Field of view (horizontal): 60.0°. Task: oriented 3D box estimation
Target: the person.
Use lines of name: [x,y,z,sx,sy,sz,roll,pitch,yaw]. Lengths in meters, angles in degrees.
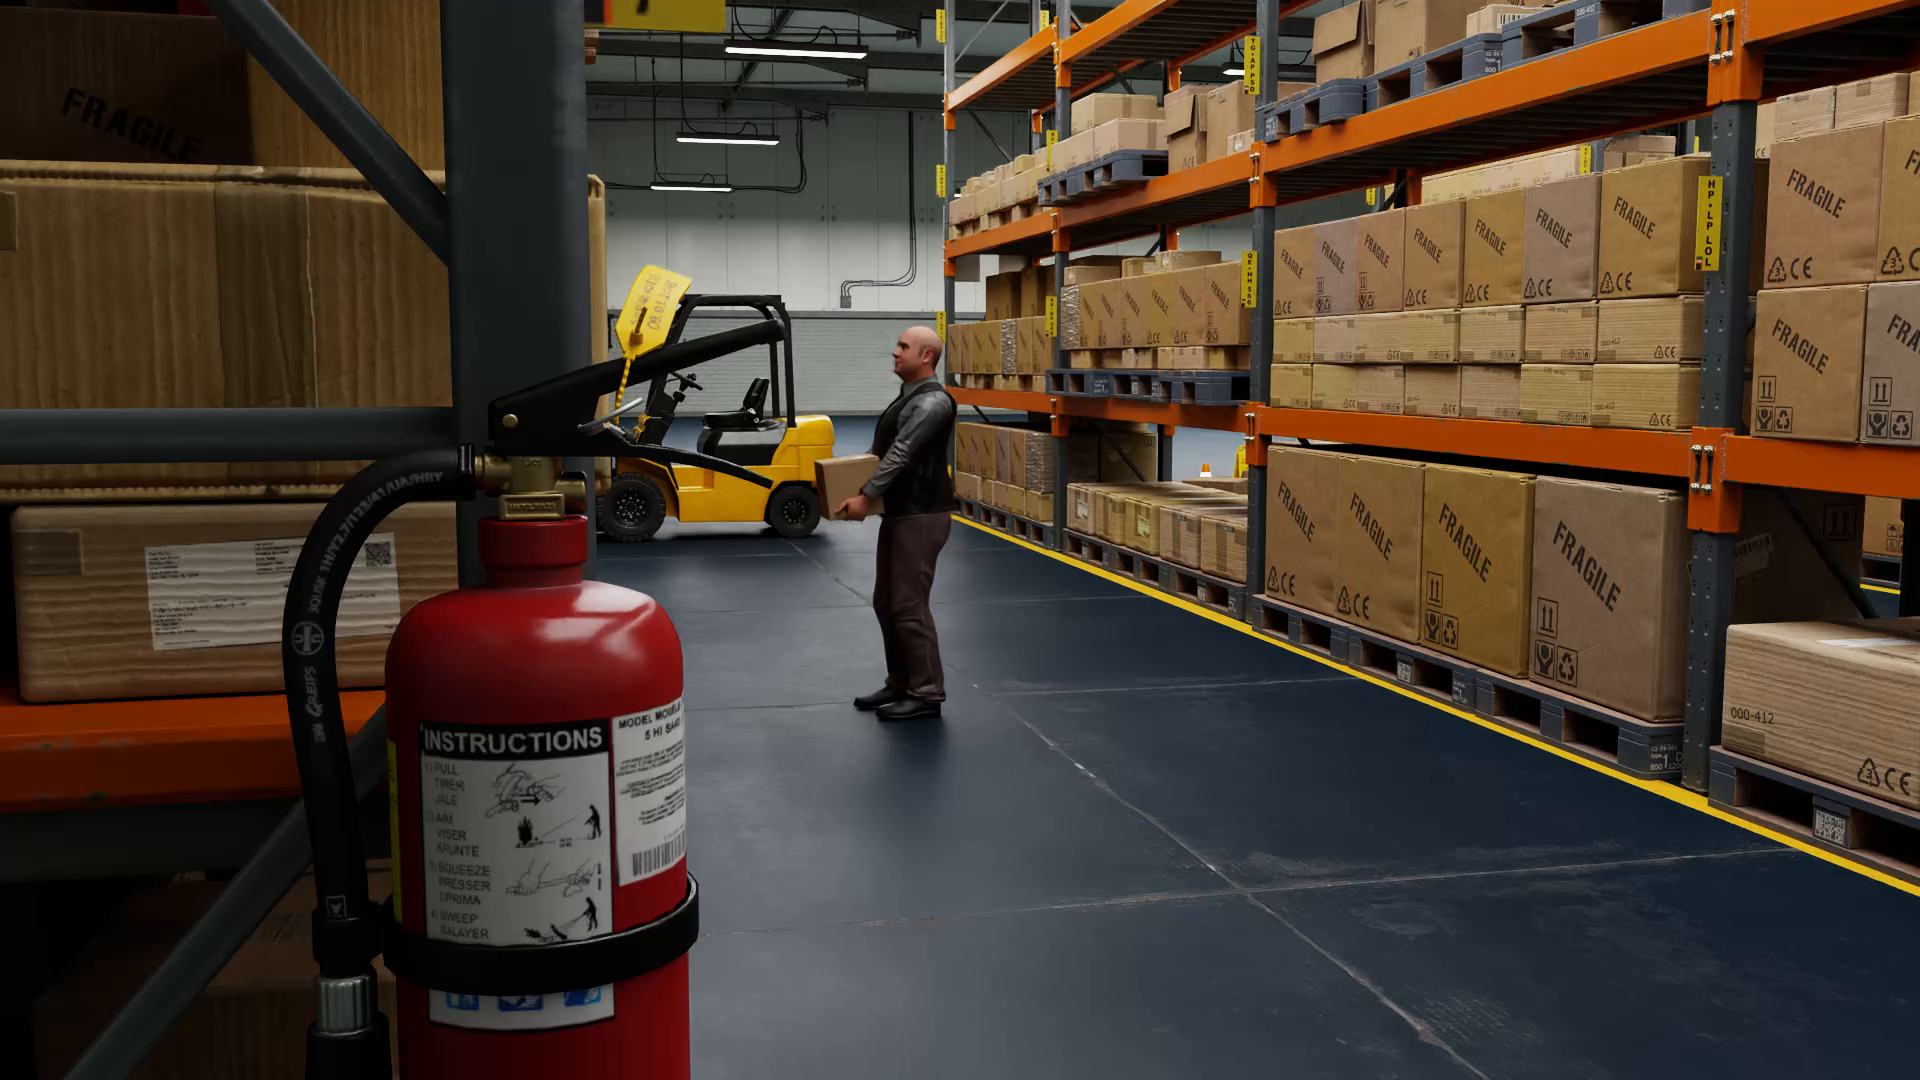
person: [-0.300,-0.079,7.337,0.546,1.717,0.495,-1,6,-13]
